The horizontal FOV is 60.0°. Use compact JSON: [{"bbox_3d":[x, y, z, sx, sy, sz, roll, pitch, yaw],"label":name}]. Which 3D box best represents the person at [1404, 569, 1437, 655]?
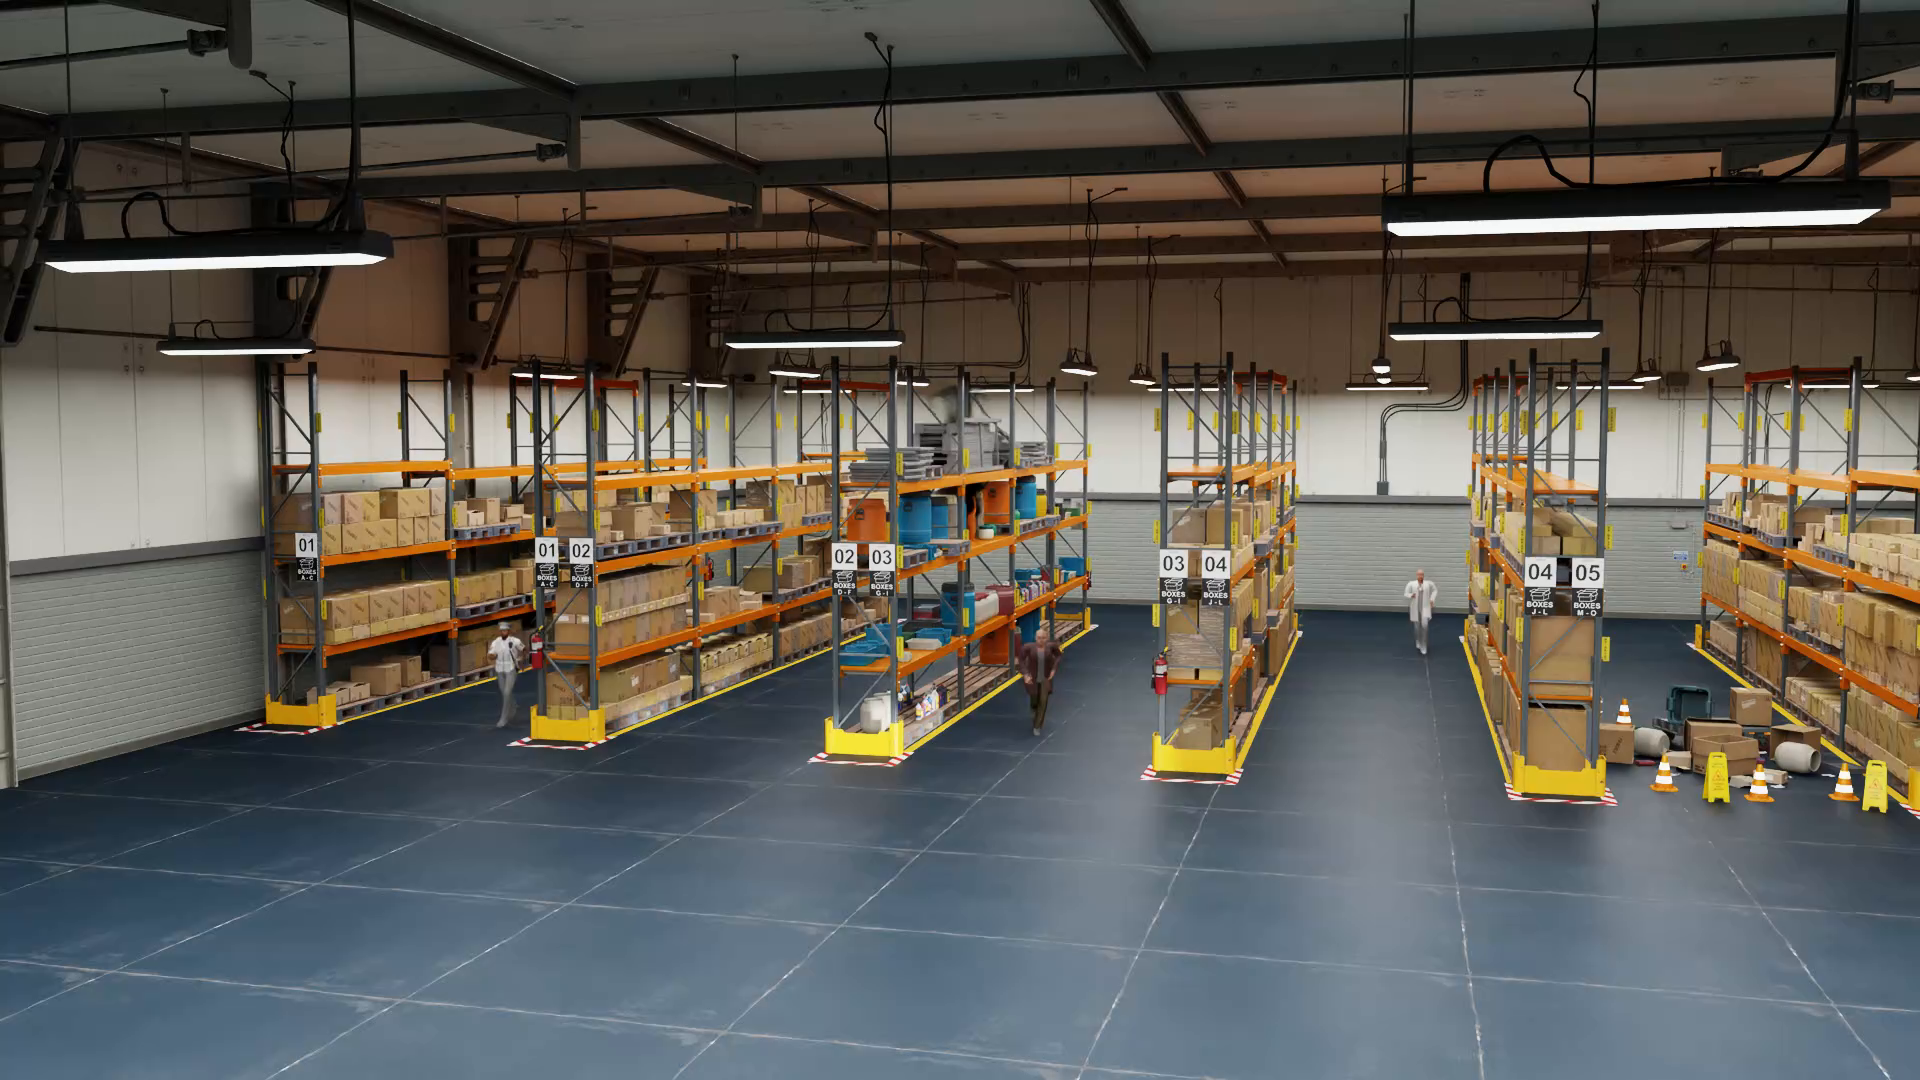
[{"bbox_3d":[10.055,1.564,36.345,0.688,1.851,0.871,1,4,19],"label":"person"}]

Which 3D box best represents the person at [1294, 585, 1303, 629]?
[{"bbox_3d":[7.867,1.317,40.270,0.874,1.699,0.714,1,4,19],"label":"person"}]

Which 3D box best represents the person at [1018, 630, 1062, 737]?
[{"bbox_3d":[1.283,2.274,26.990,0.713,1.733,0.937,0,4,-6],"label":"person"}]

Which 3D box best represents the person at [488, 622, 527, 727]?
[{"bbox_3d":[-7.526,2.189,27.629,0.566,1.699,0.929,1,4,7],"label":"person"}]
